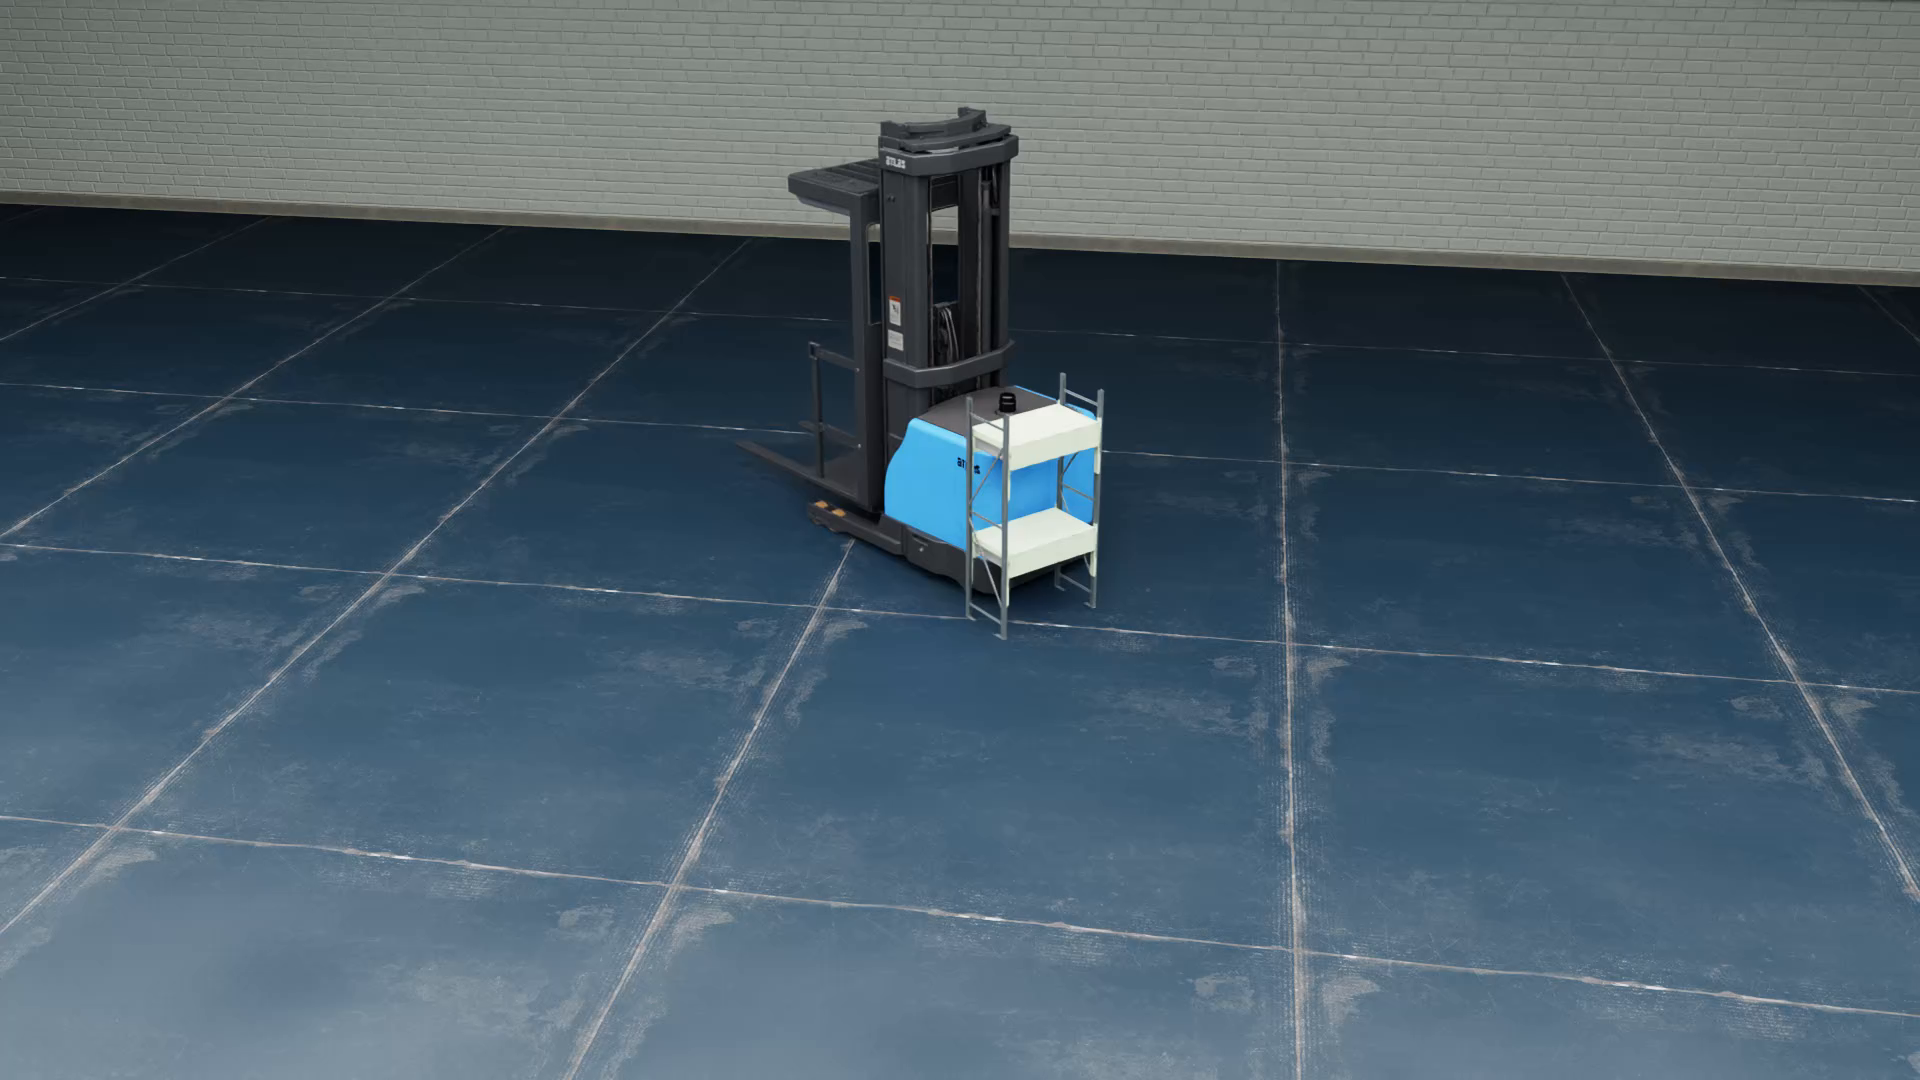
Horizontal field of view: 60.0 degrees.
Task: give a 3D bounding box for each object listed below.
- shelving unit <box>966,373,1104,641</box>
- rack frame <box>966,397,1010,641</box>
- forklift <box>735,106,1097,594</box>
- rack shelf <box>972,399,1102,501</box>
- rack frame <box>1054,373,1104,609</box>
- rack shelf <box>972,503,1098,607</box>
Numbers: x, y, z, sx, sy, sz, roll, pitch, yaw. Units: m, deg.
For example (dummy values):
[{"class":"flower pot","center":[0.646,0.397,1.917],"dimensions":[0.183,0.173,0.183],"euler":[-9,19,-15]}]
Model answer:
[{"class":"shelving unit","center":[0.460,-0.210,10.430],"dimensions":[0.755,1.500,0.431],"euler":[-17,30,-32]},{"class":"rack frame","center":[0.165,-0.118,10.233],"dimensions":[0.023,1.500,0.400],"euler":[-17,30,-32]},{"class":"forklift","center":[-0.456,-1.511,11.521],"dimensions":[1.130,2.935,3.031],"euler":[-22,33,-39]},{"class":"rack shelf","center":[0.460,-0.564,10.264],"dimensions":[0.720,0.370,0.431],"euler":[-17,30,-32]},{"class":"rack frame","center":[0.755,-0.302,10.626],"dimensions":[0.023,1.500,0.400],"euler":[-17,30,-32]},{"class":"rack shelf","center":[0.460,0.085,10.568],"dimensions":[0.720,0.370,0.431],"euler":[-17,30,-32]}]
